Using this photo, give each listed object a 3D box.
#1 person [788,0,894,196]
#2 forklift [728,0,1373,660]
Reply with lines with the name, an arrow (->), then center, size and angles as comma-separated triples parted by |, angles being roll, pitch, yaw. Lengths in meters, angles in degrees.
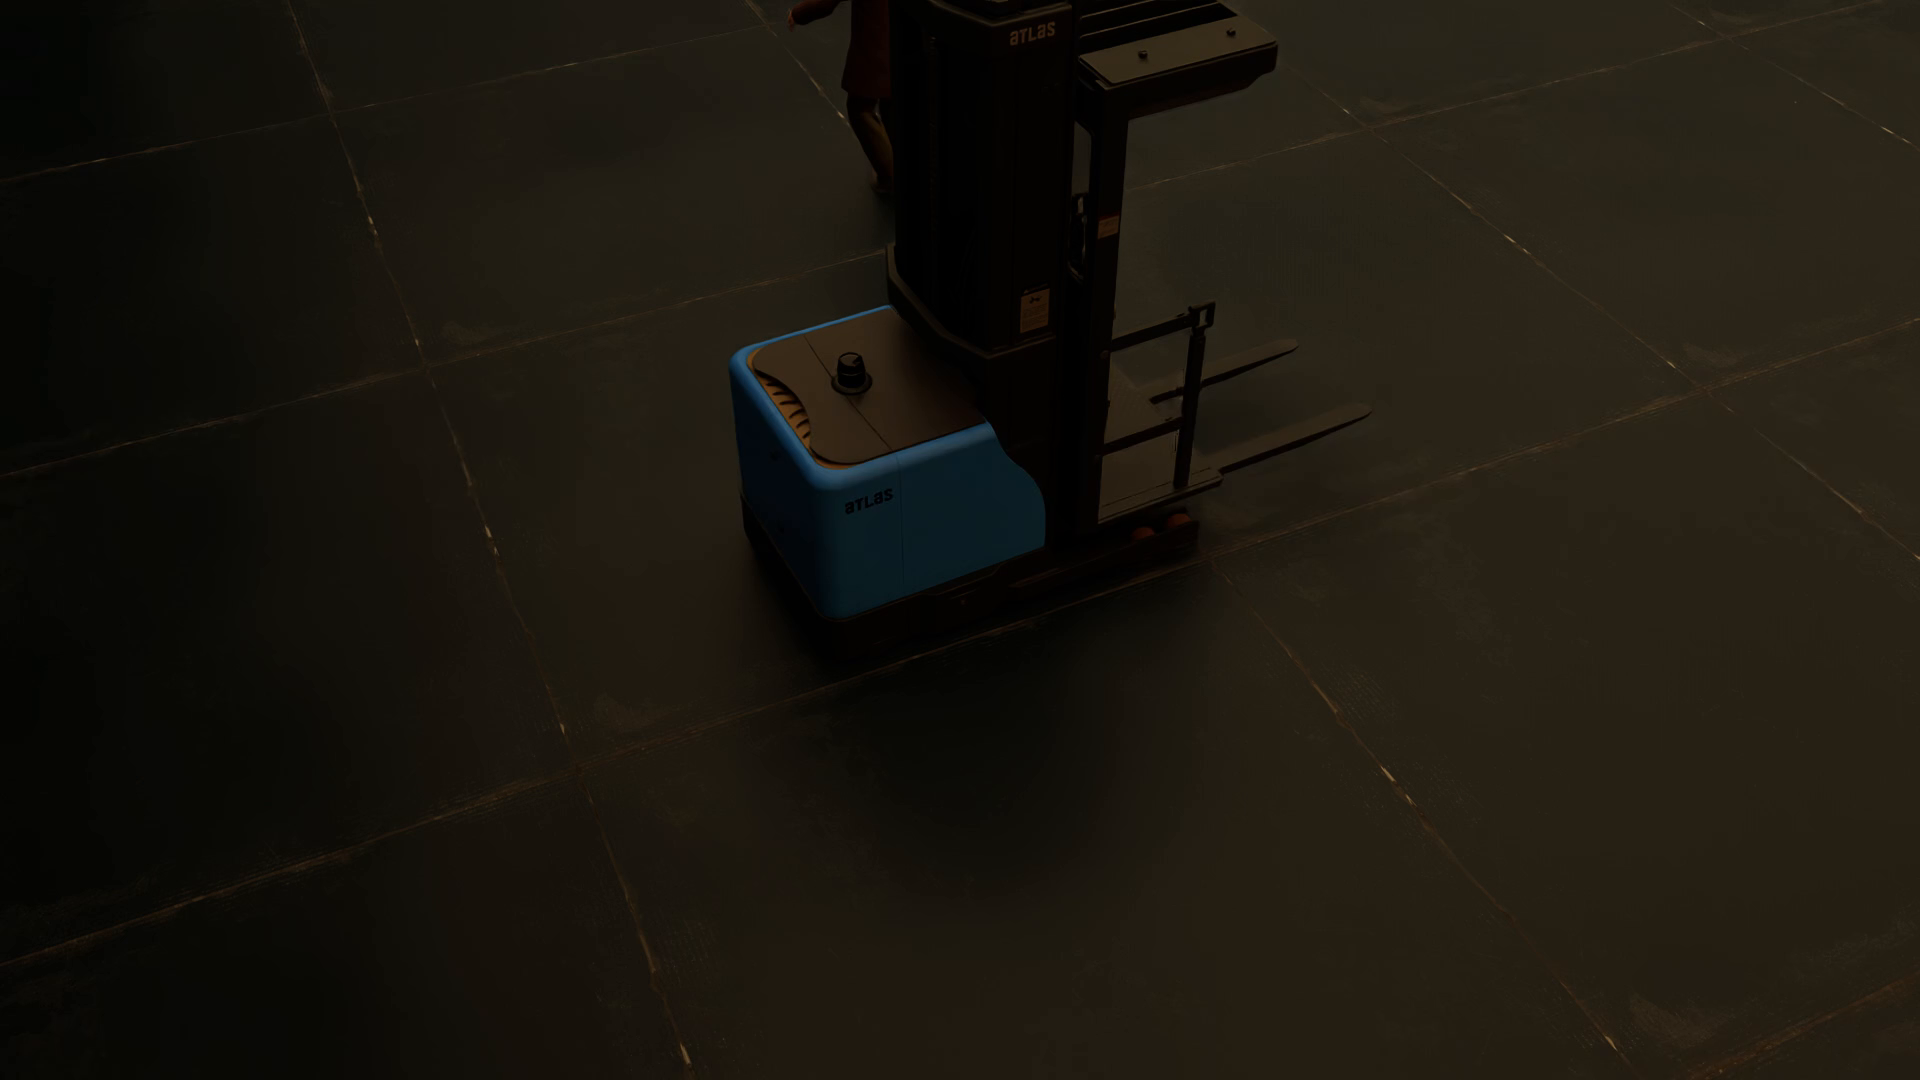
person -> -0.424, -2.844, 9.595 | 0.948, 1.760, 0.782 | -23, 48, -23
forklift -> 0.539, -1.270, 7.041 | 3.031, 2.935, 1.130 | -20, 46, -20
